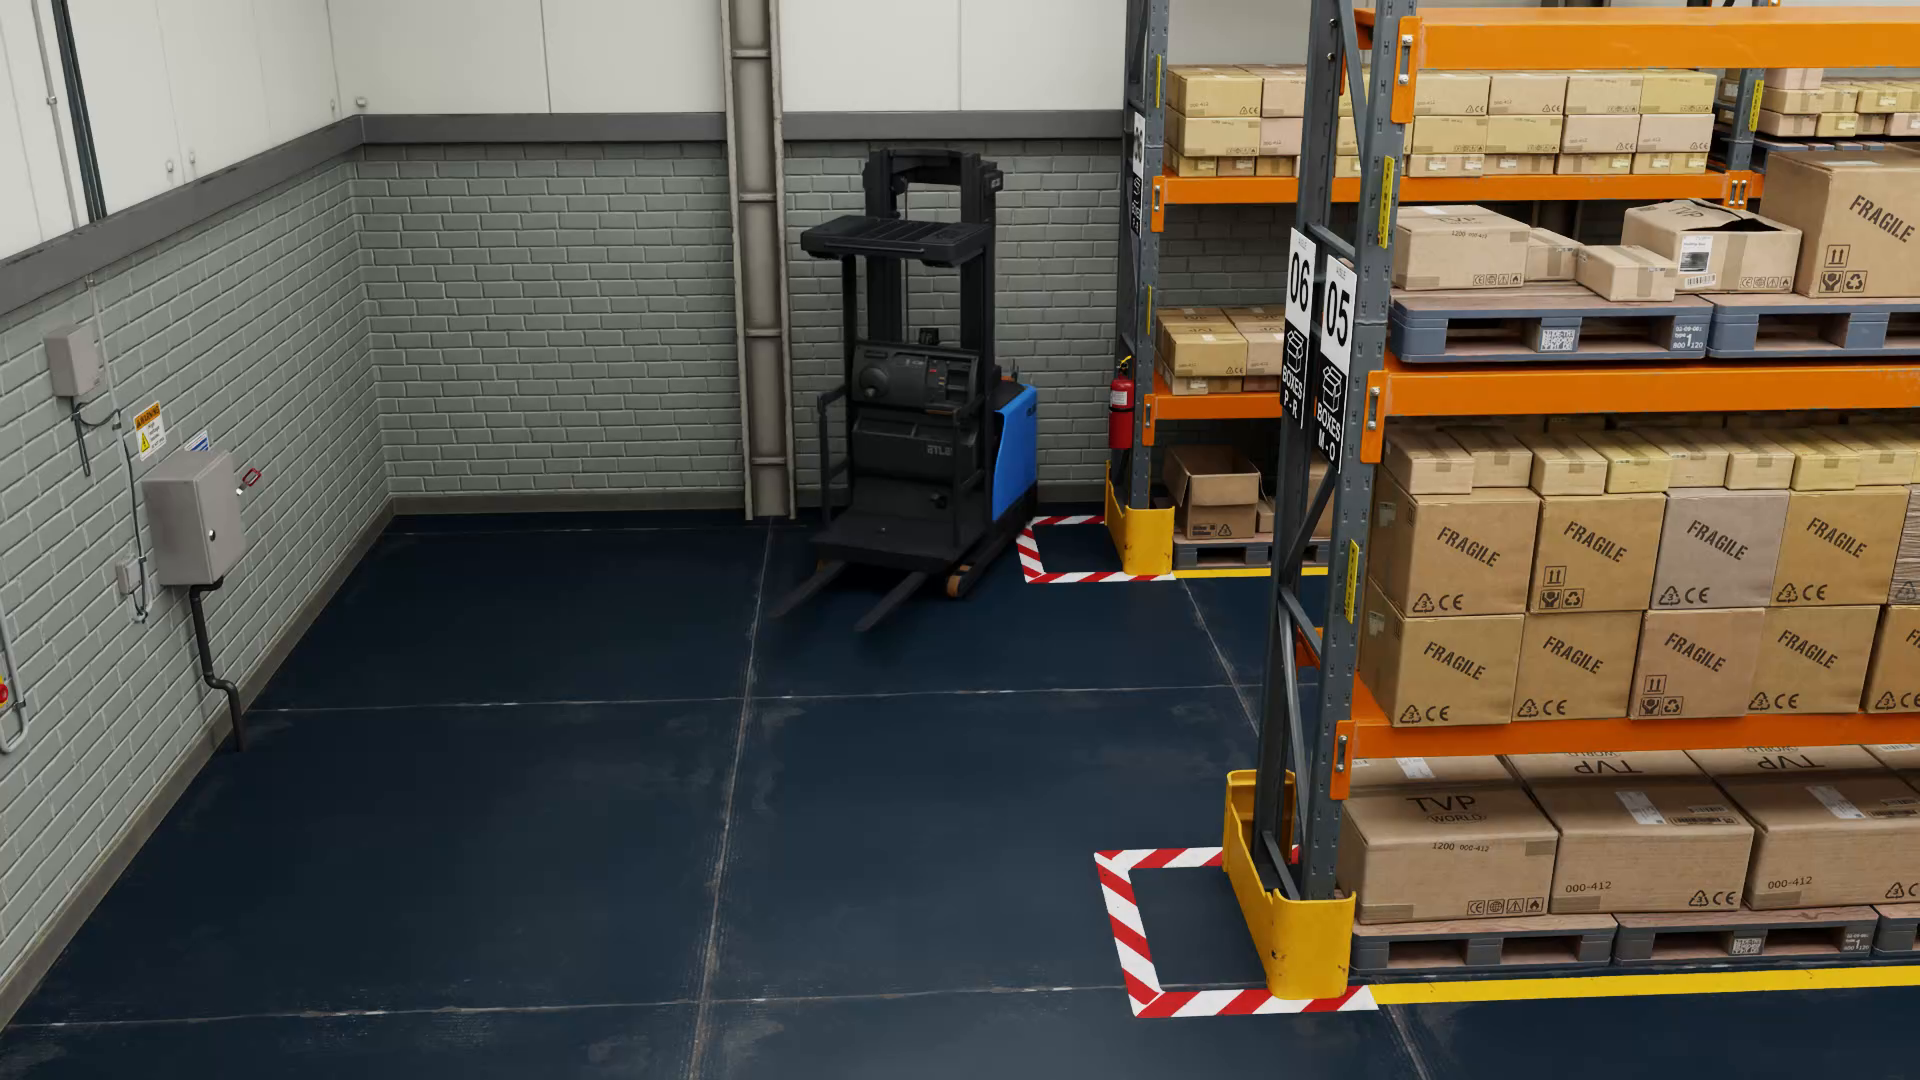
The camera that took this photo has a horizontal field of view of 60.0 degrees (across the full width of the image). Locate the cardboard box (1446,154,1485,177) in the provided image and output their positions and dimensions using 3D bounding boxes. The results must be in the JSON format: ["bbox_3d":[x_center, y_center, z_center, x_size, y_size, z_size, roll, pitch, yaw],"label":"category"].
[{"bbox_3d":[3.367,-2.565,11.279,0.250,0.149,0.380,-1,21,-2],"label":"cardboard box"}]

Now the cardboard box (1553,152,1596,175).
[{"bbox_3d":[4.143,-2.597,11.364,0.250,0.149,0.380,-1,21,-3],"label":"cardboard box"}]

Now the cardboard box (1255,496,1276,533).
[{"bbox_3d":[2.293,-0.191,12.322,0.250,0.149,0.380,-2,21,-5],"label":"cardboard box"}]

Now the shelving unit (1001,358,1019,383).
[{"bbox_3d":[0.164,-0.817,13.063,0.503,1.200,0.258,0,20,-6],"label":"shelving unit"}]

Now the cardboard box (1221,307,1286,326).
[{"bbox_3d":[2.209,-1.536,12.232,0.500,0.250,0.500,-1,21,-3],"label":"cardboard box"}]

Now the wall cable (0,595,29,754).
[{"bbox_3d":[-4.091,0.043,6.819,0.123,1.953,0.585,-1,21,-3],"label":"wall cable"}]

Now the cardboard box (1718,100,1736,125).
[{"bbox_3d":[5.543,-2.993,11.672,0.250,0.149,0.380,-1,21,-3],"label":"cardboard box"}]

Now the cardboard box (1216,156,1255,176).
[{"bbox_3d":[1.842,-2.576,11.309,0.250,0.149,0.380,-1,21,-2],"label":"cardboard box"}]

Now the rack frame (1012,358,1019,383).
[{"bbox_3d":[0.407,-0.816,13.088,0.015,1.200,0.240,0,20,-6],"label":"rack frame"}]

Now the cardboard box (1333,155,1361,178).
[{"bbox_3d":[2.615,-2.552,11.245,0.250,0.149,0.380,-1,21,-3],"label":"cardboard box"}]

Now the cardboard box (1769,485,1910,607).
[{"bbox_3d":[3.560,-0.049,6.989,0.500,0.500,0.500,-1,21,-3],"label":"cardboard box"}]

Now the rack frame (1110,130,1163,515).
[{"bbox_3d":[1.250,-1.353,11.959,0.127,3.000,1.000,-1,21,-3],"label":"rack frame"}]

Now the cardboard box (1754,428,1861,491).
[{"bbox_3d":[3.458,-0.333,6.821,0.250,0.149,0.380,-2,21,-4],"label":"cardboard box"}]

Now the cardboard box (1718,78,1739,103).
[{"bbox_3d":[5.537,-3.148,11.663,0.250,0.149,0.380,-1,21,-4],"label":"cardboard box"}]

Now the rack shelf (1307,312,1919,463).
[{"bbox_3d":[3.534,-0.696,7.029,4.000,0.370,1.077,-1,21,-3],"label":"rack shelf"}]

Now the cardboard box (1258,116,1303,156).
[{"bbox_3d":[2.215,-2.753,11.214,0.500,0.250,0.500,-1,21,-2],"label":"cardboard box"}]

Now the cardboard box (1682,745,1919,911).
[{"bbox_3d":[4.004,1.323,7.941,0.875,0.438,0.875,-2,21,-5],"label":"cardboard box"}]

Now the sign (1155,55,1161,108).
[{"bbox_3d":[1.282,-2.971,10.764,0.005,0.325,0.100,-1,21,-3],"label":"sign"}]

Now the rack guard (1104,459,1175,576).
[{"bbox_3d":[1.326,-0.186,12.408,0.348,0.500,1.175,-1,21,-3],"label":"rack guard"}]

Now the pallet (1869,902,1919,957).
[{"bbox_3d":[4.767,1.620,8.070,1.213,0.211,1.003,-1,21,-3],"label":"pallet"}]

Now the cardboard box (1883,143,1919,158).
[{"bbox_3d":[4.186,-1.325,6.795,0.637,0.503,0.797,0,21,1],"label":"cardboard box"}]

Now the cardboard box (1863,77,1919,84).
[{"bbox_3d":[6.566,-3.168,11.714,0.250,0.149,0.380,-2,21,-5],"label":"cardboard box"}]

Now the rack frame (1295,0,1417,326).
[{"bbox_3d":[1.538,-2.394,6.261,0.127,3.000,1.000,-1,21,-3],"label":"rack frame"}]

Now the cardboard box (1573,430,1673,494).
[{"bbox_3d":[2.693,-0.323,6.796,0.250,0.149,0.380,-2,21,-5],"label":"cardboard box"}]

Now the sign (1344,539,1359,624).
[{"bbox_3d":[1.563,0.166,6.642,0.005,0.325,0.100,-1,21,-3],"label":"sign"}]

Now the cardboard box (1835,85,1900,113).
[{"bbox_3d":[6.085,-2.972,11.200,0.250,0.149,0.380,-2,21,-4],"label":"cardboard box"}]

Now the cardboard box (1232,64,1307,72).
[{"bbox_3d":[2.198,-3.176,11.622,0.500,0.250,0.500,-2,21,-5],"label":"cardboard box"}]

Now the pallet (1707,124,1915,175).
[{"bbox_3d":[5.899,-2.737,11.642,1.003,0.211,1.213,-1,21,-3],"label":"pallet"}]

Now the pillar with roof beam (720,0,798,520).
[{"bbox_3d":[-1.247,-2.893,7.572,0.400,9.000,9.100,-1,21,-3],"label":"pillar with roof beam"}]

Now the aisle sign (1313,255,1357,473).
[{"bbox_3d":[1.482,-0.700,6.591,0.004,0.787,0.394,-1,21,-3],"label":"aisle sign"}]

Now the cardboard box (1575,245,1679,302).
[{"bbox_3d":[2.637,-1.058,6.590,0.250,0.149,0.380,0,21,-1],"label":"cardboard box"}]

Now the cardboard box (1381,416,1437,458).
[{"bbox_3d":[1.884,-0.486,7.223,0.250,0.149,0.380,-1,21,-2],"label":"cardboard box"}]

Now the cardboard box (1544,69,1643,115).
[{"bbox_3d":[4.248,-3.030,11.237,0.500,0.250,0.500,-1,21,-4],"label":"cardboard box"}]

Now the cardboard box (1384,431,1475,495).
[{"bbox_3d":[1.908,-0.316,6.778,0.250,0.149,0.380,-1,21,-2],"label":"cardboard box"}]

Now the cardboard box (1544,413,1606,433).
[{"bbox_3d":[2.643,-0.525,7.326,0.250,0.149,0.380,-1,21,-2],"label":"cardboard box"}]

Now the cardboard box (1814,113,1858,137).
[{"bbox_3d":[5.825,-2.819,11.217,0.250,0.149,0.380,-1,21,-2],"label":"cardboard box"}]

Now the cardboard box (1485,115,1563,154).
[{"bbox_3d":[3.746,-2.786,11.299,0.500,0.250,0.500,-1,21,-2],"label":"cardboard box"}]

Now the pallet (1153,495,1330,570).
[{"bbox_3d":[2.122,-0.068,12.503,1.213,0.211,1.003,-1,21,-3],"label":"pallet"}]

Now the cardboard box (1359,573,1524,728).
[{"bbox_3d":[2.033,0.456,7.068,0.500,0.500,0.500,-1,21,-3],"label":"cardboard box"}]

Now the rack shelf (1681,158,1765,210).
[{"bbox_3d":[7.241,-2.541,11.874,4.000,0.370,1.077,-1,21,-3],"label":"rack shelf"}]

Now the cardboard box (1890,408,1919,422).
[{"bbox_3d":[4.175,-0.565,7.431,0.250,0.149,0.380,-2,21,-5],"label":"cardboard box"}]

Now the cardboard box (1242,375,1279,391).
[{"bbox_3d":[2.106,-1.184,11.869,0.250,0.149,0.380,-1,21,-4],"label":"cardboard box"}]

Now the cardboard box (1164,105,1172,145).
[{"bbox_3d":[1.679,-2.930,11.677,0.500,0.250,0.500,-2,21,-4],"label":"cardboard box"}]

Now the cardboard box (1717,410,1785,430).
[{"bbox_3d":[3.418,-0.530,7.339,0.250,0.149,0.380,0,21,-1],"label":"cardboard box"}]

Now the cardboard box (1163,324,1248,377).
[{"bbox_3d":[1.719,-1.336,11.706,0.500,0.250,0.500,-1,21,-3],"label":"cardboard box"}]

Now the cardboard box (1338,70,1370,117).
[{"bbox_3d":[2.717,-2.996,11.149,0.500,0.250,0.500,-1,21,-4],"label":"cardboard box"}]

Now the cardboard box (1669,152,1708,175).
[{"bbox_3d":[4.902,-2.607,11.389,0.250,0.149,0.380,-1,21,-3],"label":"cardboard box"}]

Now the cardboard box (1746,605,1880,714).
[{"bbox_3d":[3.545,0.415,7.174,0.500,0.500,0.500,0,21,-1],"label":"cardboard box"}]

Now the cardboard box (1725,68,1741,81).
[{"bbox_3d":[5.546,-3.325,11.545,0.258,0.266,0.396,-1,21,-4],"label":"cardboard box"}]

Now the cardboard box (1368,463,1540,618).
[{"bbox_3d":[2.033,-0.013,6.892,0.500,0.500,0.500,-2,21,-4],"label":"cardboard box"}]

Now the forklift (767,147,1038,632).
[{"bbox_3d":[-0.390,-1.129,11.467,1.130,2.935,3.031,8,22,19],"label":"forklift"}]
